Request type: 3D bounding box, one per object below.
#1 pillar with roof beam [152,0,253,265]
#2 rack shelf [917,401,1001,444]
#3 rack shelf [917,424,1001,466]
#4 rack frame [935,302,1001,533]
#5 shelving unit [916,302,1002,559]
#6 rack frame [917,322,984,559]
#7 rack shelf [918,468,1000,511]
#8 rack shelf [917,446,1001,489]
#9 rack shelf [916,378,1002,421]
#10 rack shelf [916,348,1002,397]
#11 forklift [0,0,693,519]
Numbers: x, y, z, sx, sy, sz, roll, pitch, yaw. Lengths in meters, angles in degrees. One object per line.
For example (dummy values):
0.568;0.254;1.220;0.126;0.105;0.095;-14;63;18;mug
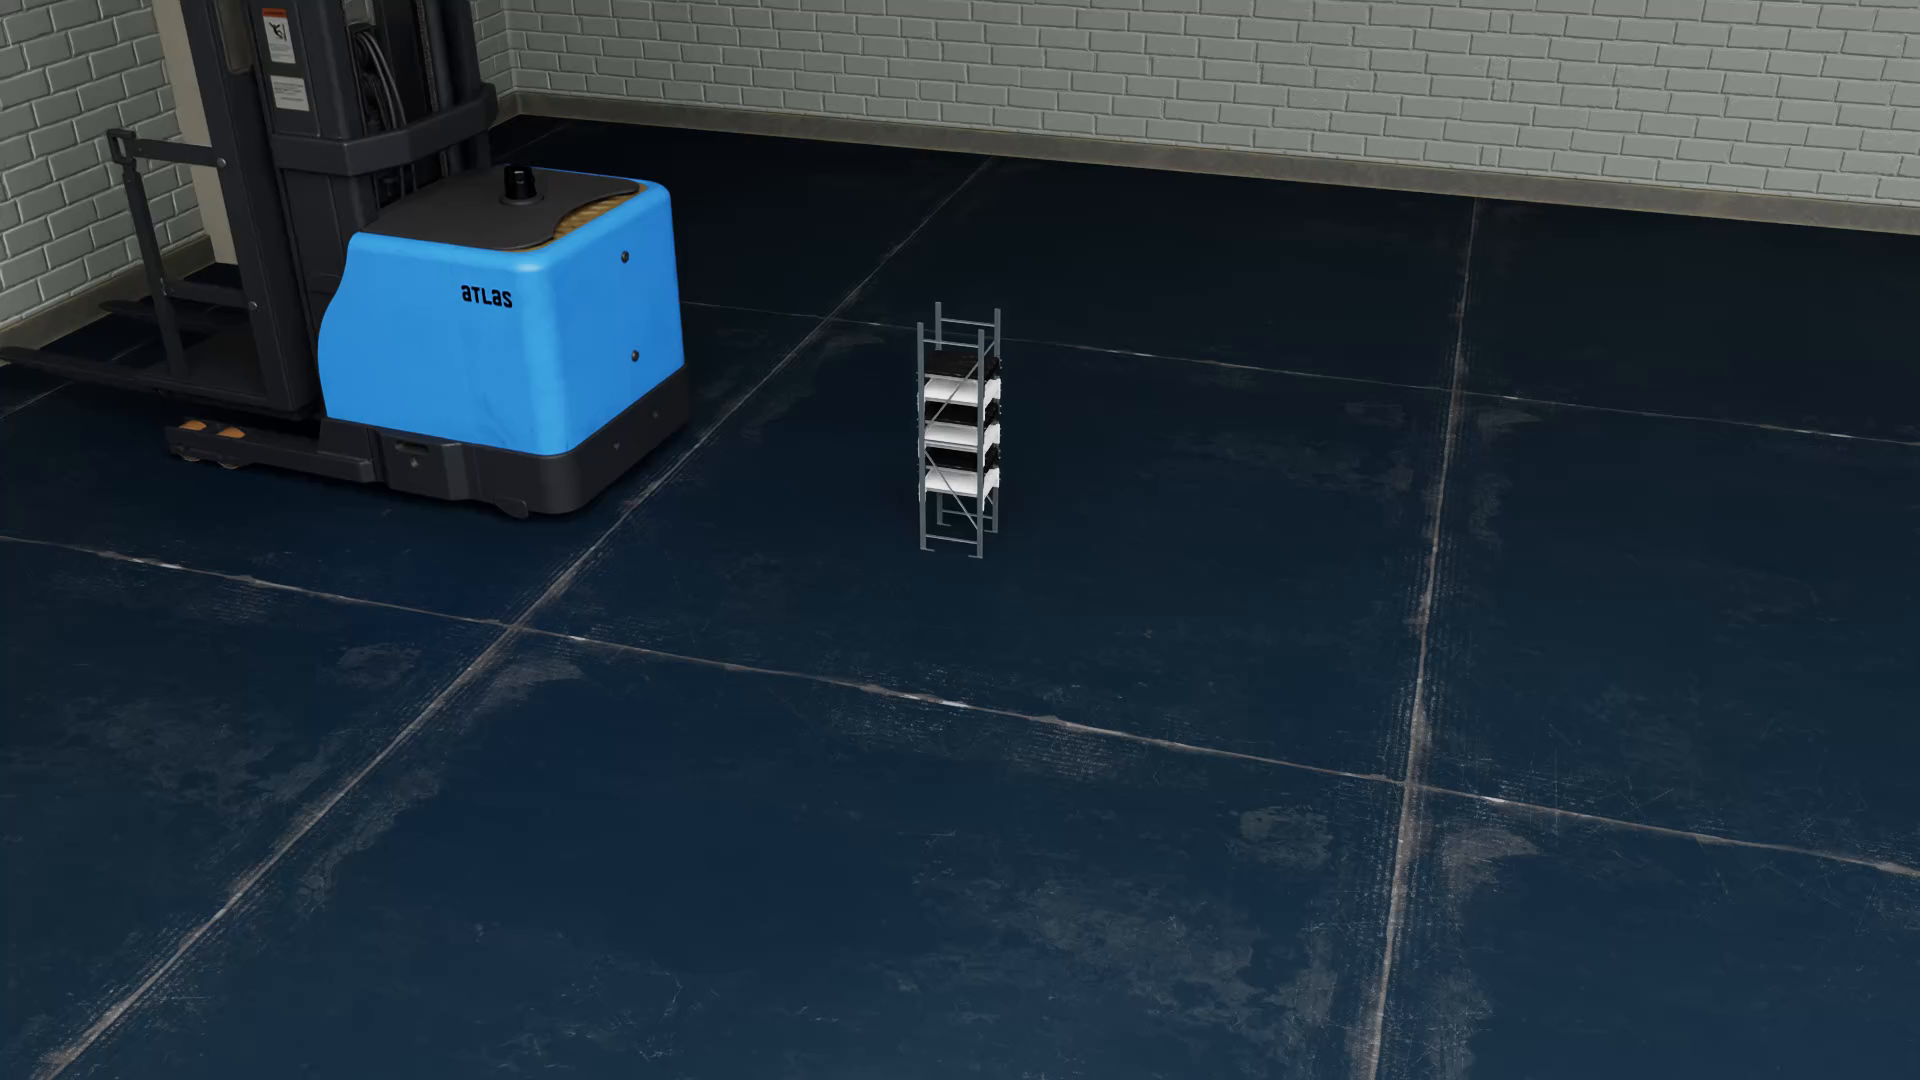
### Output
0.289;-4.887;5.778;9.100;9.000;0.400;8;30;15;pillar with roof beam
-0.002;-0.439;5.997;0.258;0.077;0.200;8;30;15;rack shelf
-0.002;-0.360;6.041;0.258;0.077;0.200;8;30;15;rack shelf
0.027;-0.437;6.109;0.240;0.900;0.006;8;30;15;rack frame
-0.002;-0.389;6.024;0.258;0.900;0.210;8;30;15;shelving unit
-0.032;-0.342;5.940;0.240;0.900;0.006;8;30;15;rack frame
-0.002;-0.203;6.128;0.258;0.077;0.200;8;30;15;rack shelf
-0.002;-0.282;6.084;0.258;0.077;0.200;8;30;15;rack shelf
-0.002;-0.518;5.953;0.258;0.077;0.200;8;30;15;rack shelf
-0.002;-0.596;5.909;0.258;0.077;0.200;8;30;15;rack shelf
-2.705;-1.796;6.464;3.031;2.935;1.130;10;31;18;forklift
